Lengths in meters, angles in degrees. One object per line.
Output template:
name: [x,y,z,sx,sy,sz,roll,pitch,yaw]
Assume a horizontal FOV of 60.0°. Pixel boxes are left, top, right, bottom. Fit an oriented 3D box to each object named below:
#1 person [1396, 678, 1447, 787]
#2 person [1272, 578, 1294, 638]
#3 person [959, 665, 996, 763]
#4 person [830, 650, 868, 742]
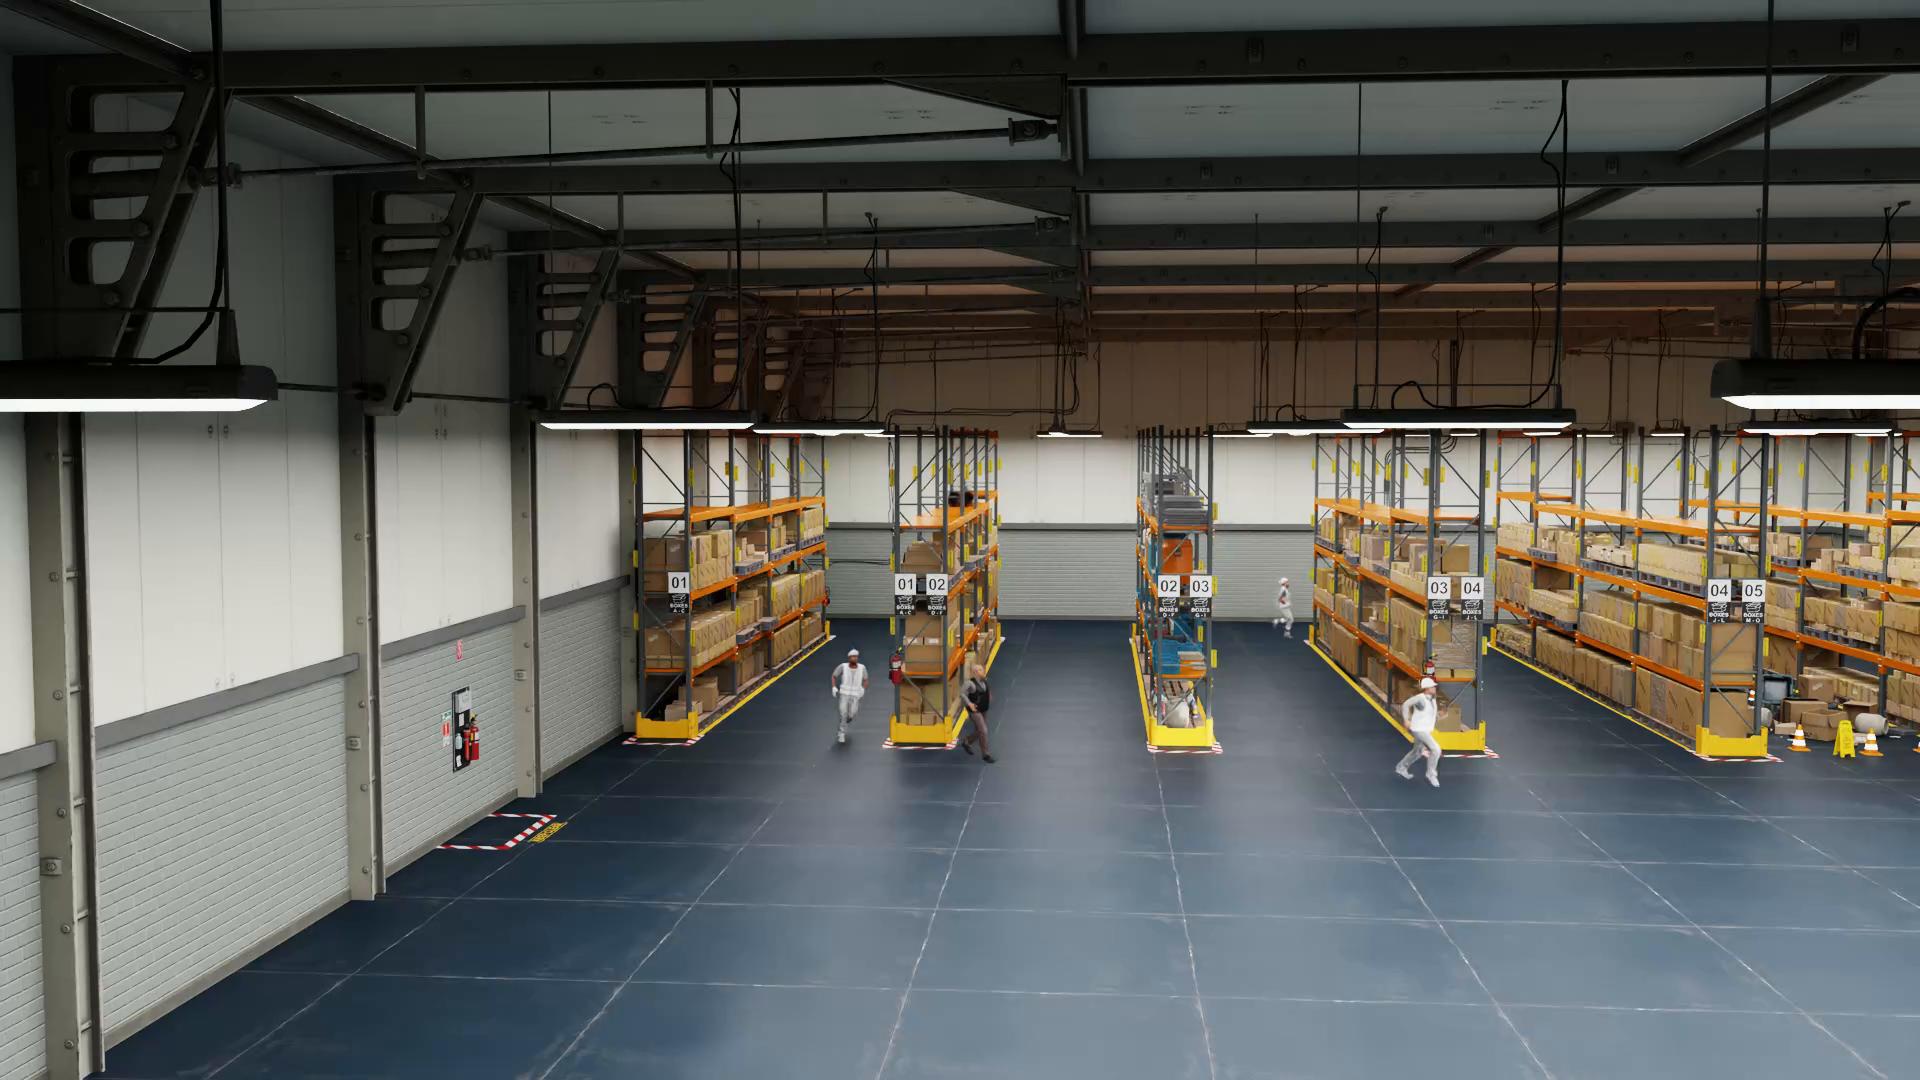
person: [7.664,3.183,27.659,0.849,1.812,0.679,3,4,40]
person: [9.369,1.967,48.250,0.666,1.738,0.687,1,4,18]
person: [0.294,3.116,29.683,0.856,1.660,0.668,3,4,37]
person: [-2.112,2.963,31.846,0.727,1.746,0.690,-1,4,-13]
